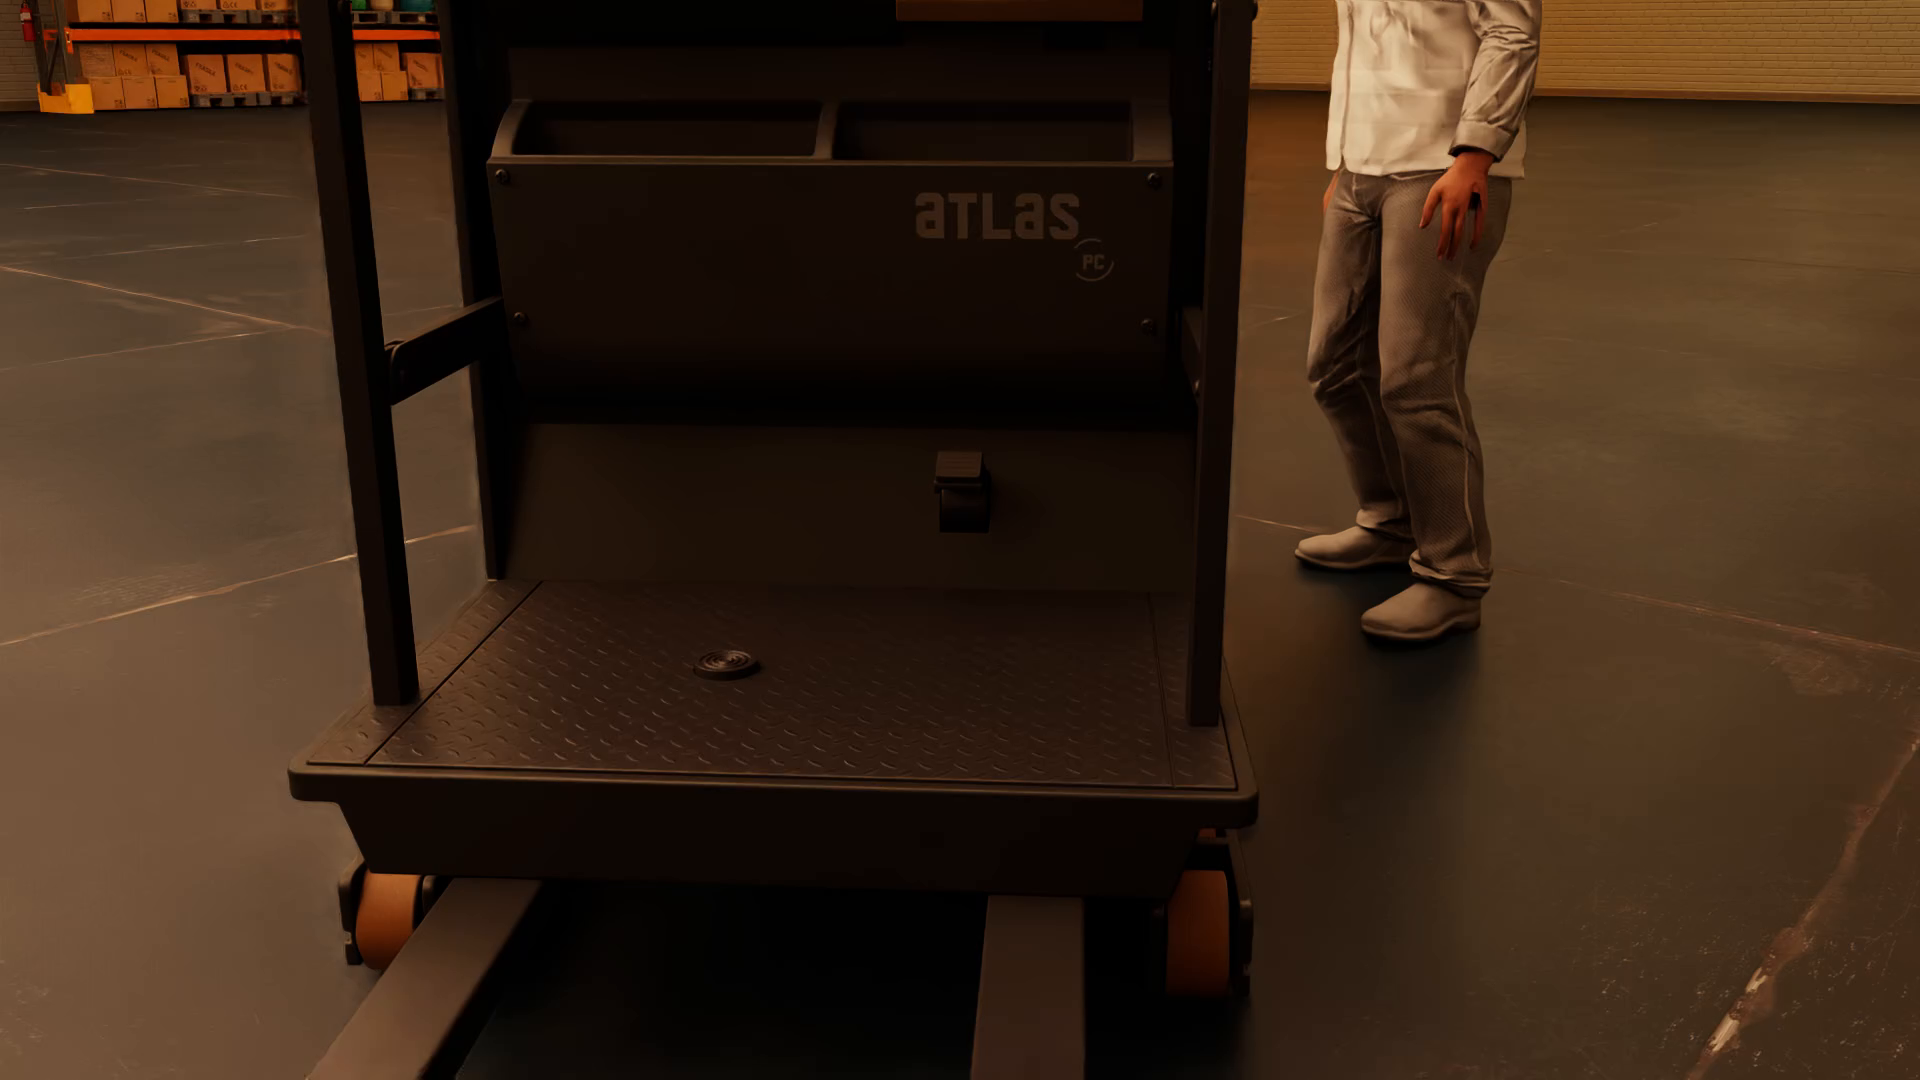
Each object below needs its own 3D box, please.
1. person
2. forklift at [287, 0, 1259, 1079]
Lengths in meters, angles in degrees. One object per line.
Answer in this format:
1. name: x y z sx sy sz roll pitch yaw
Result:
1. person: 0.909 -0.743 3.381 0.421 1.748 0.764 -4 17 -14
2. forklift: -0.187 -0.929 1.958 1.130 2.935 3.031 1 17 4
